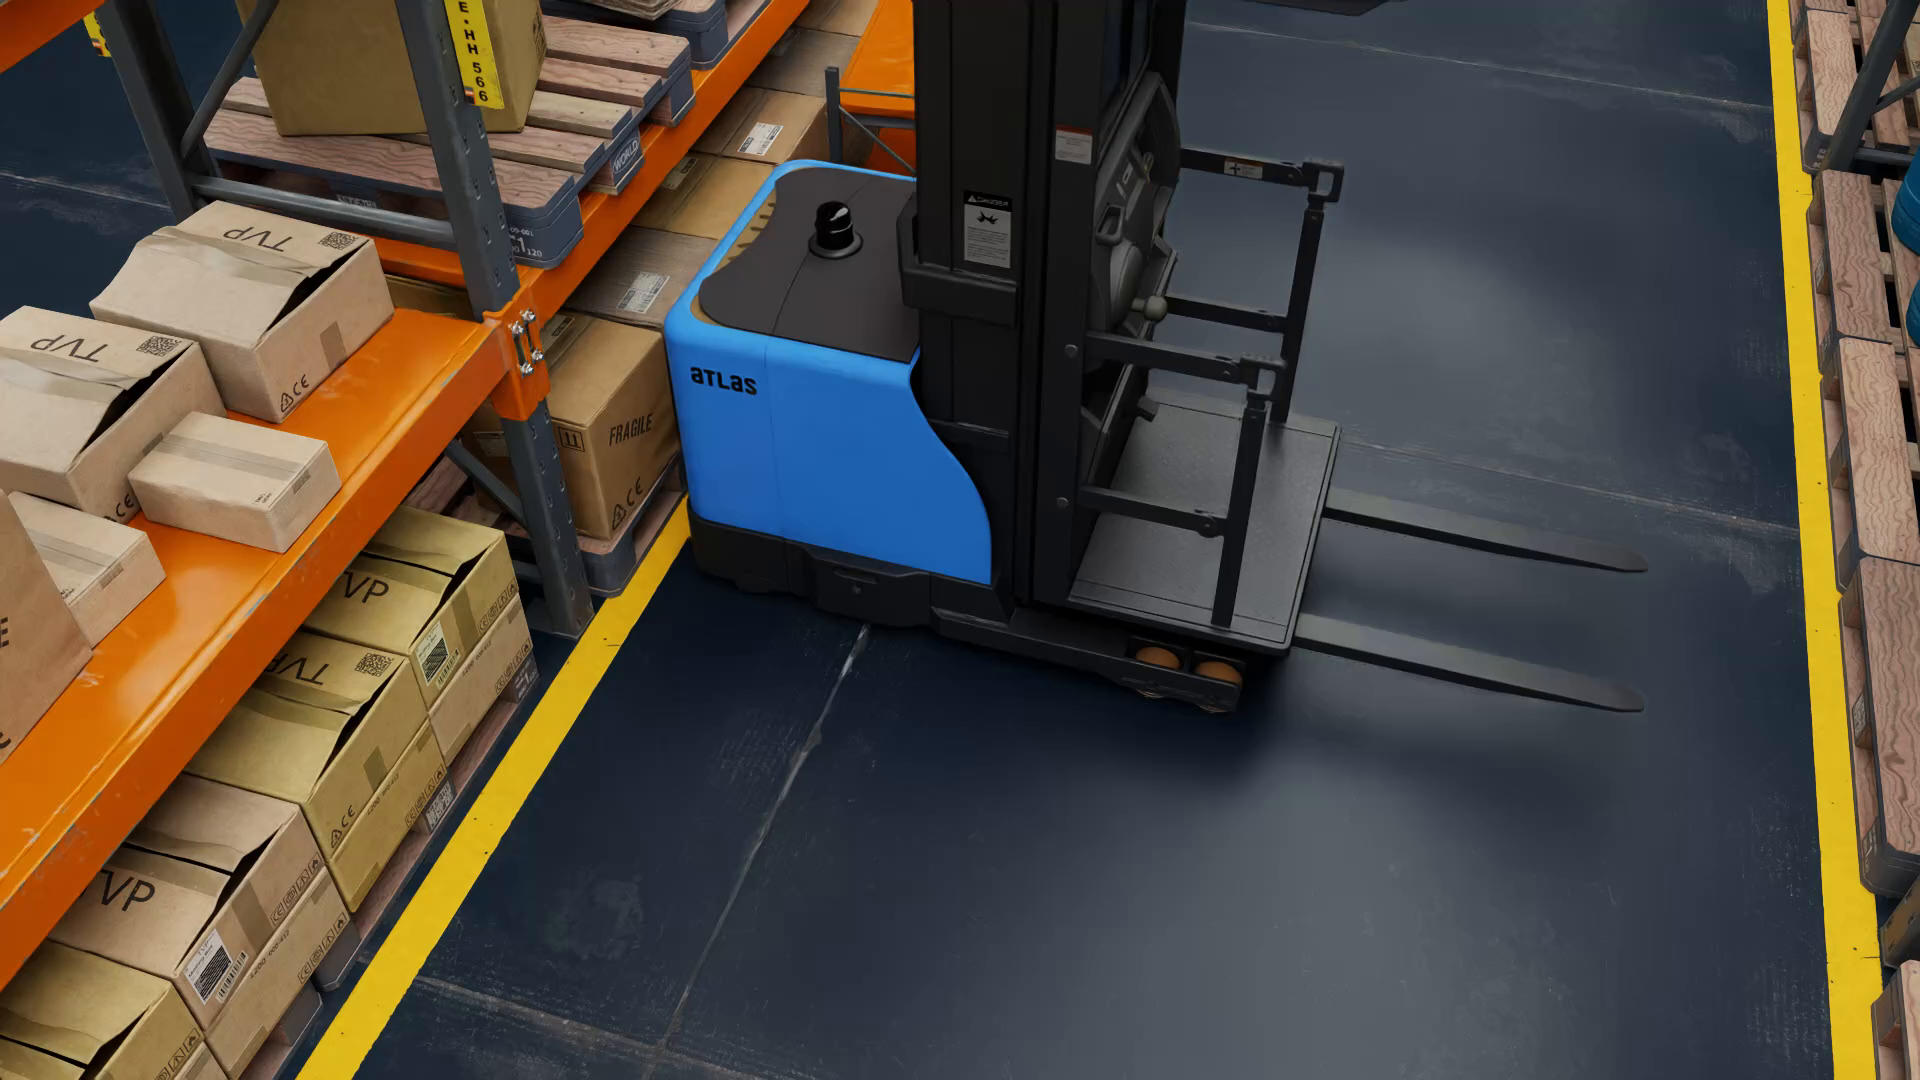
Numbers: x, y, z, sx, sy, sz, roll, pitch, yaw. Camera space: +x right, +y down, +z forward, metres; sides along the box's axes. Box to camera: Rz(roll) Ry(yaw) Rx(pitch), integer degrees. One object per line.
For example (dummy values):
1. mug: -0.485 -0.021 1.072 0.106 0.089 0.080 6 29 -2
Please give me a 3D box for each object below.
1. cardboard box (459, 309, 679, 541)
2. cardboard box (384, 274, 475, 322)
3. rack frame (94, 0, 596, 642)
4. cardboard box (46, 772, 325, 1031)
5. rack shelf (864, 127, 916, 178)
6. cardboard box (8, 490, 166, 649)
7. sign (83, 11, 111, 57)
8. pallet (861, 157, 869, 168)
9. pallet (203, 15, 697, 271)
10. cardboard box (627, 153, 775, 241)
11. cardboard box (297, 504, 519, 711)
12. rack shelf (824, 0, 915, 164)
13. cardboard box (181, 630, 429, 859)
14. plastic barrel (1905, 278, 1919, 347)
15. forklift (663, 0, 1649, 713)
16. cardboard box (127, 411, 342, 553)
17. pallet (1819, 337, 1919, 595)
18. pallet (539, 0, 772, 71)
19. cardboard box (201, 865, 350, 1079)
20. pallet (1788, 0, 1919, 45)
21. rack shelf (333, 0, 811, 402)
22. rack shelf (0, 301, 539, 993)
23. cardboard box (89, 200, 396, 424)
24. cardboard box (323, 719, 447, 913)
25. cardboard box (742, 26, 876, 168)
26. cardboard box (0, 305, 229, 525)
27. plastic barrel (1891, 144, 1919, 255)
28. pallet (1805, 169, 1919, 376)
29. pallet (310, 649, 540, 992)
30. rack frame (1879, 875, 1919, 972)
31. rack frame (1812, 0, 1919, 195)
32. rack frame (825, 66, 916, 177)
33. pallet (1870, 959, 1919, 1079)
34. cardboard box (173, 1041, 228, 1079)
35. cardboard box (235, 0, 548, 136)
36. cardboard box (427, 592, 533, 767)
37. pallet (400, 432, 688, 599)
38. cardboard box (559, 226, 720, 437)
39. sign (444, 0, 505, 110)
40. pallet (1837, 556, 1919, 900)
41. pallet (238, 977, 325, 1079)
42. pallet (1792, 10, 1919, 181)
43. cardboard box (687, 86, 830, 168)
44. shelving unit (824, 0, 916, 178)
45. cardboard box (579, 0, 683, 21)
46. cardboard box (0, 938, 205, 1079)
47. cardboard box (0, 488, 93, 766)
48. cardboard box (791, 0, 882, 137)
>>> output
1. cardboard box: -1.289 -0.394 5.481 0.500 0.500 0.500 14 46 14
2. cardboard box: -1.639 -0.825 5.921 0.500 0.500 0.500 14 46 14
3. rack frame: -1.699 -0.888 4.512 1.000 3.000 0.127 13 46 13
4. cardboard box: -1.929 0.829 4.022 0.500 0.311 0.500 12 46 12
5. rack shelf: -0.130 -1.396 6.722 0.538 0.278 1.000 8 45 8
6. cardboard box: -2.031 0.064 3.719 0.380 0.149 0.250 16 47 15
7. sign: -2.219 -1.382 4.246 0.100 0.325 0.005 13 46 13
8. pallet: -0.698 -2.007 7.650 1.003 0.211 1.213 13 46 13
9. pallet: -1.560 -1.286 5.057 1.213 0.211 1.003 13 46 13
10. cardboard box: -0.979 -1.078 6.179 0.500 0.500 0.500 12 46 12
11. cardboard box: -1.623 0.146 4.721 0.500 0.311 0.500 14 46 14
12. rack shelf: -0.130 -1.780 6.346 0.538 0.278 1.000 8 45 8
13. cardboard box: -1.774 0.494 4.366 0.500 0.311 0.500 12 46 12
14. plastic barrel: 3.837 -1.071 5.900 0.600 0.901 0.708 13 46 13
15. forklift: 0.681 -0.929 4.603 3.031 2.935 1.130 13 46 13
16. cardboard box: -1.708 -0.140 3.928 0.380 0.149 0.250 13 46 13
17. pallet: 3.591 -0.184 5.787 1.003 0.211 1.213 13 46 13
18. pallet: -1.114 -2.116 5.905 1.003 0.211 1.213 13 46 13
19. cardboard box: -1.934 1.026 4.222 0.500 0.250 0.500 14 46 13
20. pallet: 4.785 -2.820 8.481 1.003 0.211 1.213 13 46 13
21. rack shelf: -1.093 -1.964 6.126 1.077 0.370 4.000 13 46 13
22. rack shelf: -2.305 0.703 3.402 1.077 0.370 4.000 13 46 13
23. cardboard box: -1.851 -0.623 4.305 0.500 0.311 0.500 15 46 15
24. cardboard box: -1.778 0.692 4.564 0.500 0.250 0.500 12 46 12
25. cardboard box: -0.674 -1.766 6.883 0.500 0.500 0.500 13 46 13
26. cardboard box: -2.154 -0.301 3.976 0.500 0.311 0.500 12 46 12
27. plastic barrel: 4.051 -1.543 6.383 0.600 0.901 0.708 13 46 13
28. pallet: 3.959 -1.000 6.621 1.003 0.211 1.213 13 46 13
29. pallet: -1.985 0.649 4.935 1.003 0.211 1.213 13 46 13
30. rack frame: 3.021 0.164 3.438 1.000 3.000 0.127 13 46 13
31. rack frame: 4.232 -2.502 6.162 1.000 3.000 0.127 13 46 13
32. rack frame: -0.226 -1.221 6.194 0.500 1.125 0.032 8 45 8
33. pallet: 2.749 1.669 3.894 1.003 0.211 1.213 13 46 13
34. cardboard box: -2.087 1.370 3.871 0.500 0.250 0.500 13 46 13
35. cardboard box: -1.616 -1.517 4.784 0.700 0.500 0.500 -1 44 -1
36. cardboard box: -1.626 0.347 4.916 0.500 0.250 0.500 14 46 13
37. pallet: -1.437 -0.381 5.988 1.003 0.211 1.213 13 46 13
38. cardboard box: -1.135 -0.745 5.839 0.500 0.500 0.500 11 45 11
39. sign: -1.169 -1.186 3.990 0.100 0.325 0.005 13 46 13
40. pallet: 3.220 0.626 4.959 1.003 0.211 1.213 13 46 13
41. pallet: -2.357 1.460 4.107 1.003 0.211 1.213 13 46 13
42. pallet: 4.418 -2.004 7.647 1.003 0.211 1.213 13 46 13
43. cardboard box: -0.826 -1.427 6.536 0.500 0.500 0.500 11 45 11
44. shelving unit: -0.130 -1.571 6.551 0.538 1.125 1.048 8 45 8
45. cardboard box: -1.157 -2.086 5.366 0.700 0.500 0.500 21 48 20
46. cardboard box: -2.083 1.163 3.682 0.500 0.311 0.500 14 46 14
47. cardboard box: -2.191 0.198 3.331 0.500 0.500 0.500 10 45 10
48. cardboard box: -0.522 -2.100 7.224 0.500 0.500 0.500 13 46 13
